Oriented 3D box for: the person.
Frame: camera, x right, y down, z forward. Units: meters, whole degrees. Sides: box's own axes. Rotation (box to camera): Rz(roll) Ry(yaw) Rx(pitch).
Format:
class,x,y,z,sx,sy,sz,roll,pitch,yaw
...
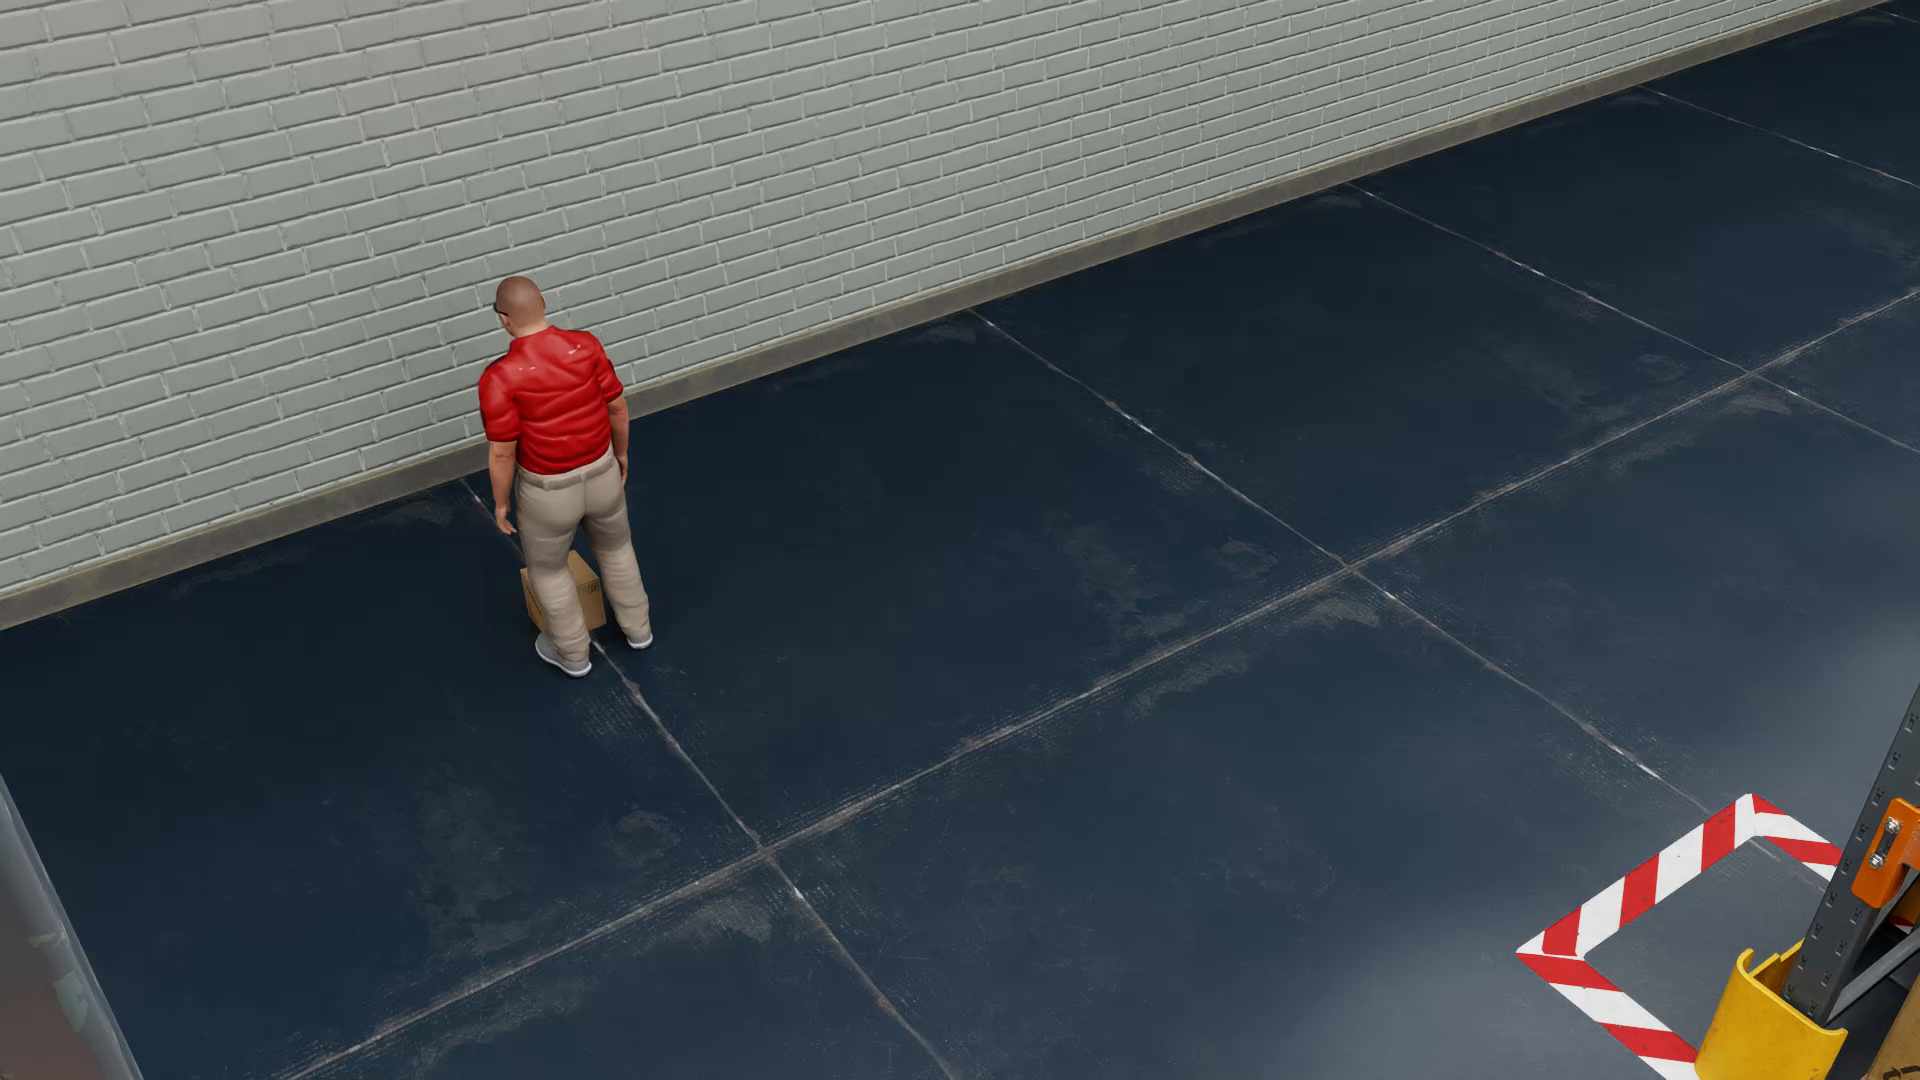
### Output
class,x,y,z,sx,sy,sz,roll,pitch,yaw
person,-1.539,-0.231,6.476,0.604,1.726,0.394,-25,43,-30
